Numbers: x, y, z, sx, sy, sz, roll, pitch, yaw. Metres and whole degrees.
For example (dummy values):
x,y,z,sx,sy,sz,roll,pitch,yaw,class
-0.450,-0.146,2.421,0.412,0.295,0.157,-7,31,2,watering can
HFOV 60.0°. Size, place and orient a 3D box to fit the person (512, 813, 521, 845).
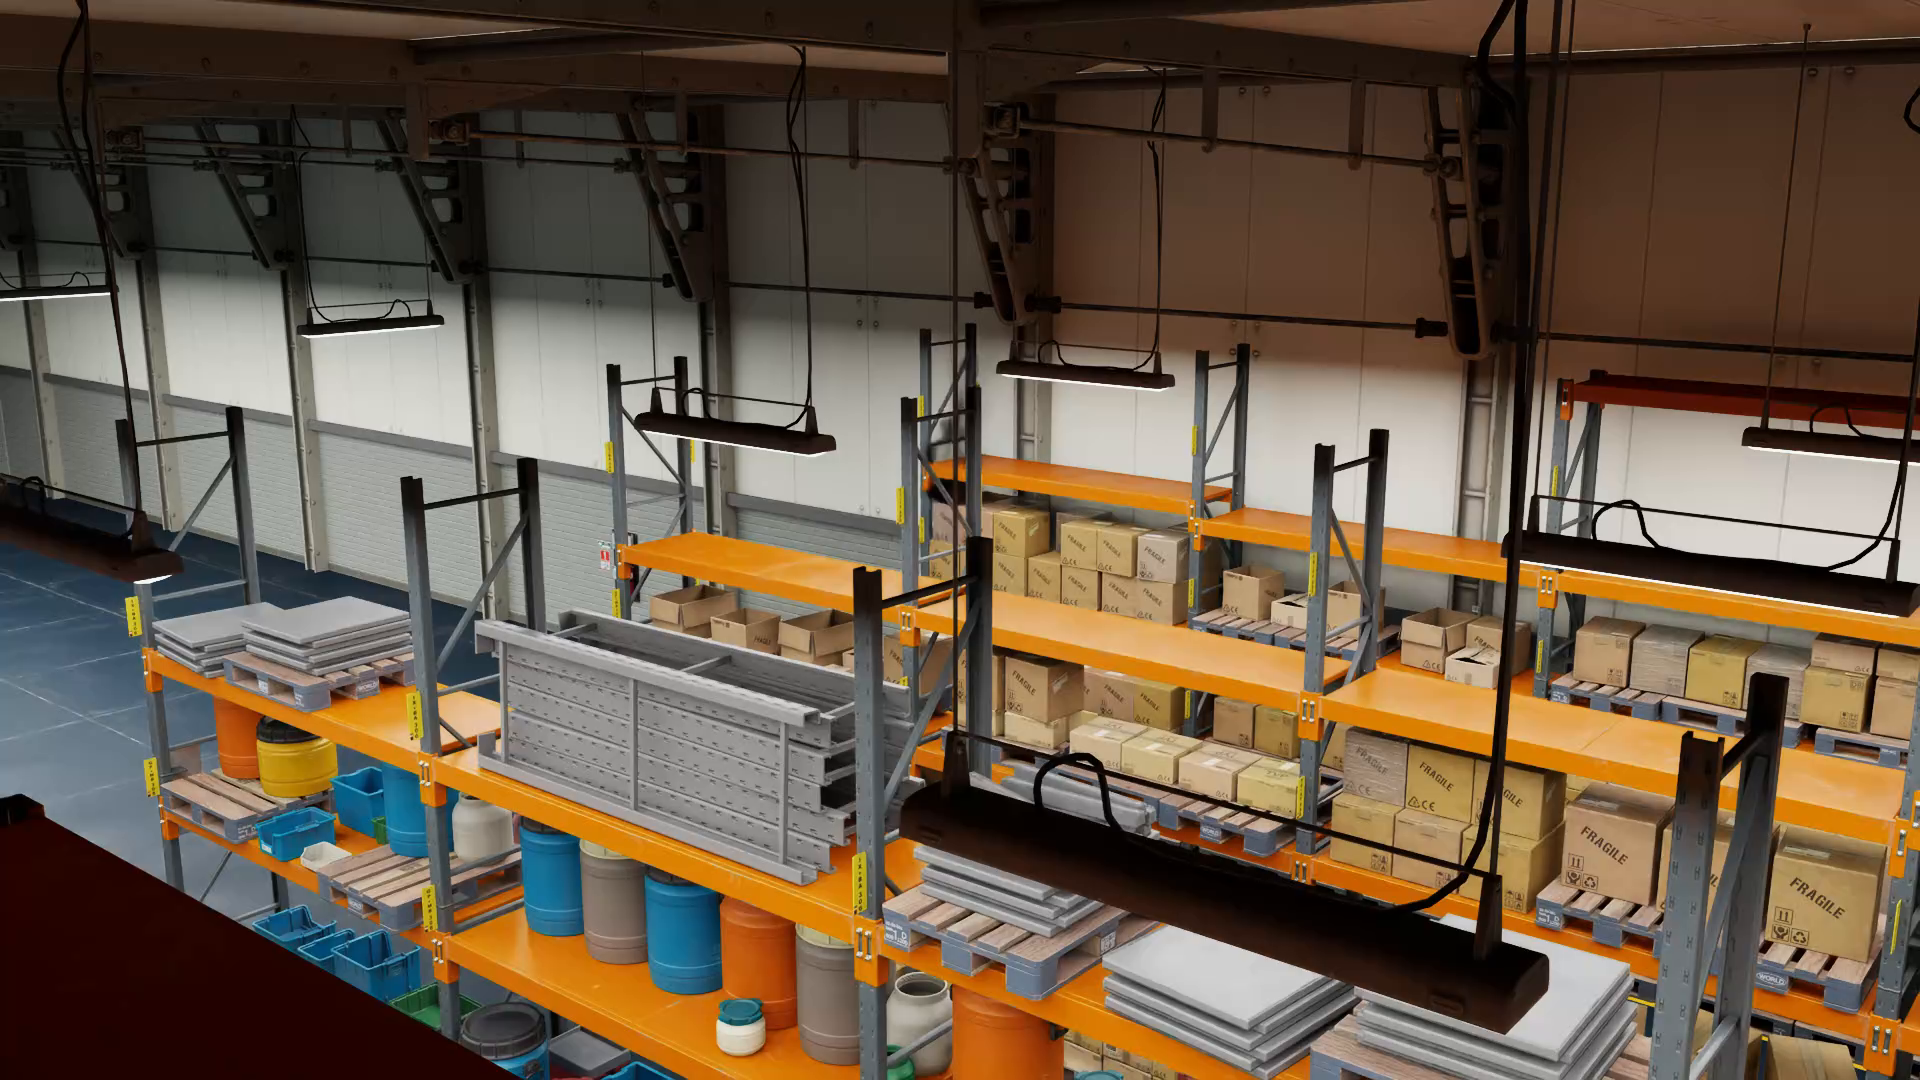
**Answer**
x,y,z,sx,sy,sz,roll,pitch,yaw,class
-4.880,3.020,19.356,0.998,1.625,0.607,-4,13,-19,person
